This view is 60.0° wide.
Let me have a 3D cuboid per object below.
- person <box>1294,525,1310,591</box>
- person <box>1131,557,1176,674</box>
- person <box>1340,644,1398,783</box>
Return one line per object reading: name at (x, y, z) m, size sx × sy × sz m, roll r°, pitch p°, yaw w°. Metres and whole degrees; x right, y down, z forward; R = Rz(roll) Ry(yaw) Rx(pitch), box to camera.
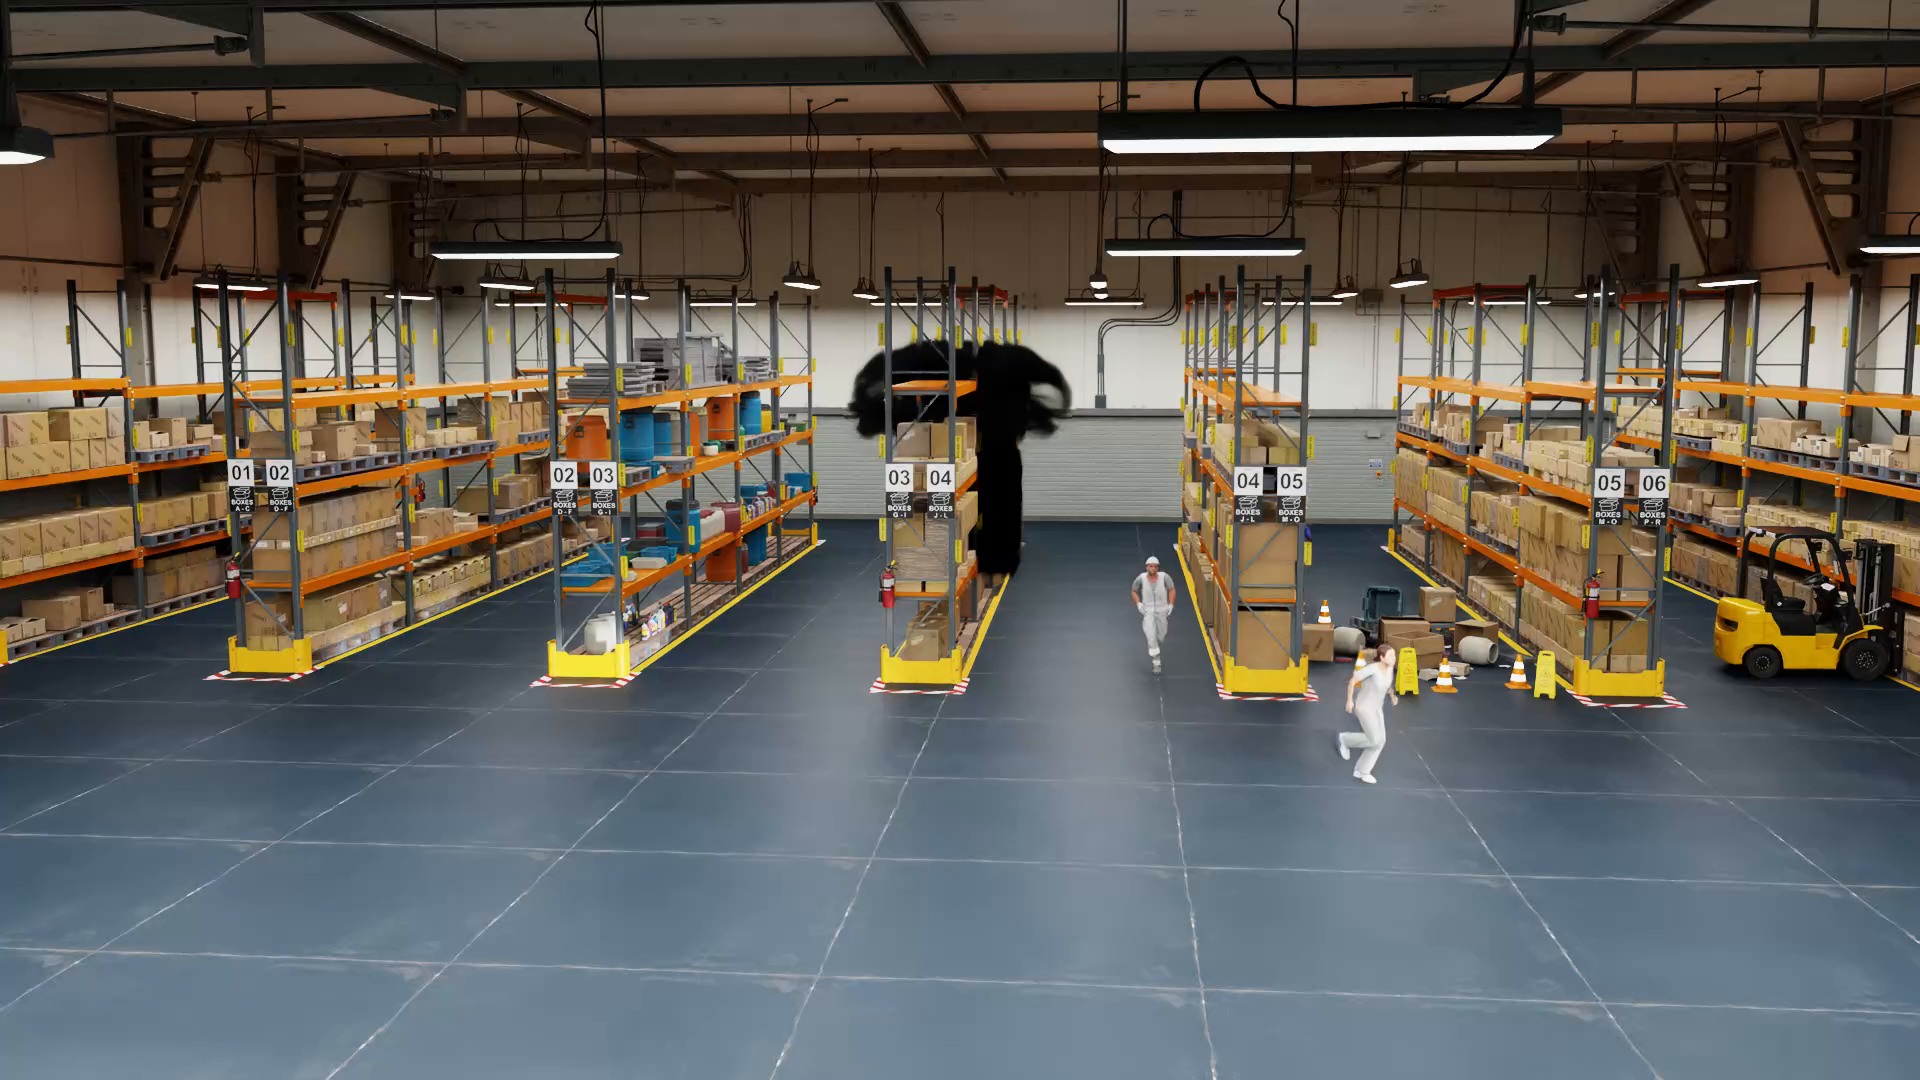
person at (6.600, 0.215, 32.870) m, size 0.608 × 1.620 × 0.549 m, roll 0°, pitch 7°, yaw 3°
person at (2.926, 1.101, 25.236) m, size 0.668 × 1.764 × 0.890 m, roll 0°, pitch 7°, yaw 0°
person at (4.642, 1.944, 18.906) m, size 0.554 × 1.599 × 0.707 m, roll -6°, pitch 9°, yaw -43°
